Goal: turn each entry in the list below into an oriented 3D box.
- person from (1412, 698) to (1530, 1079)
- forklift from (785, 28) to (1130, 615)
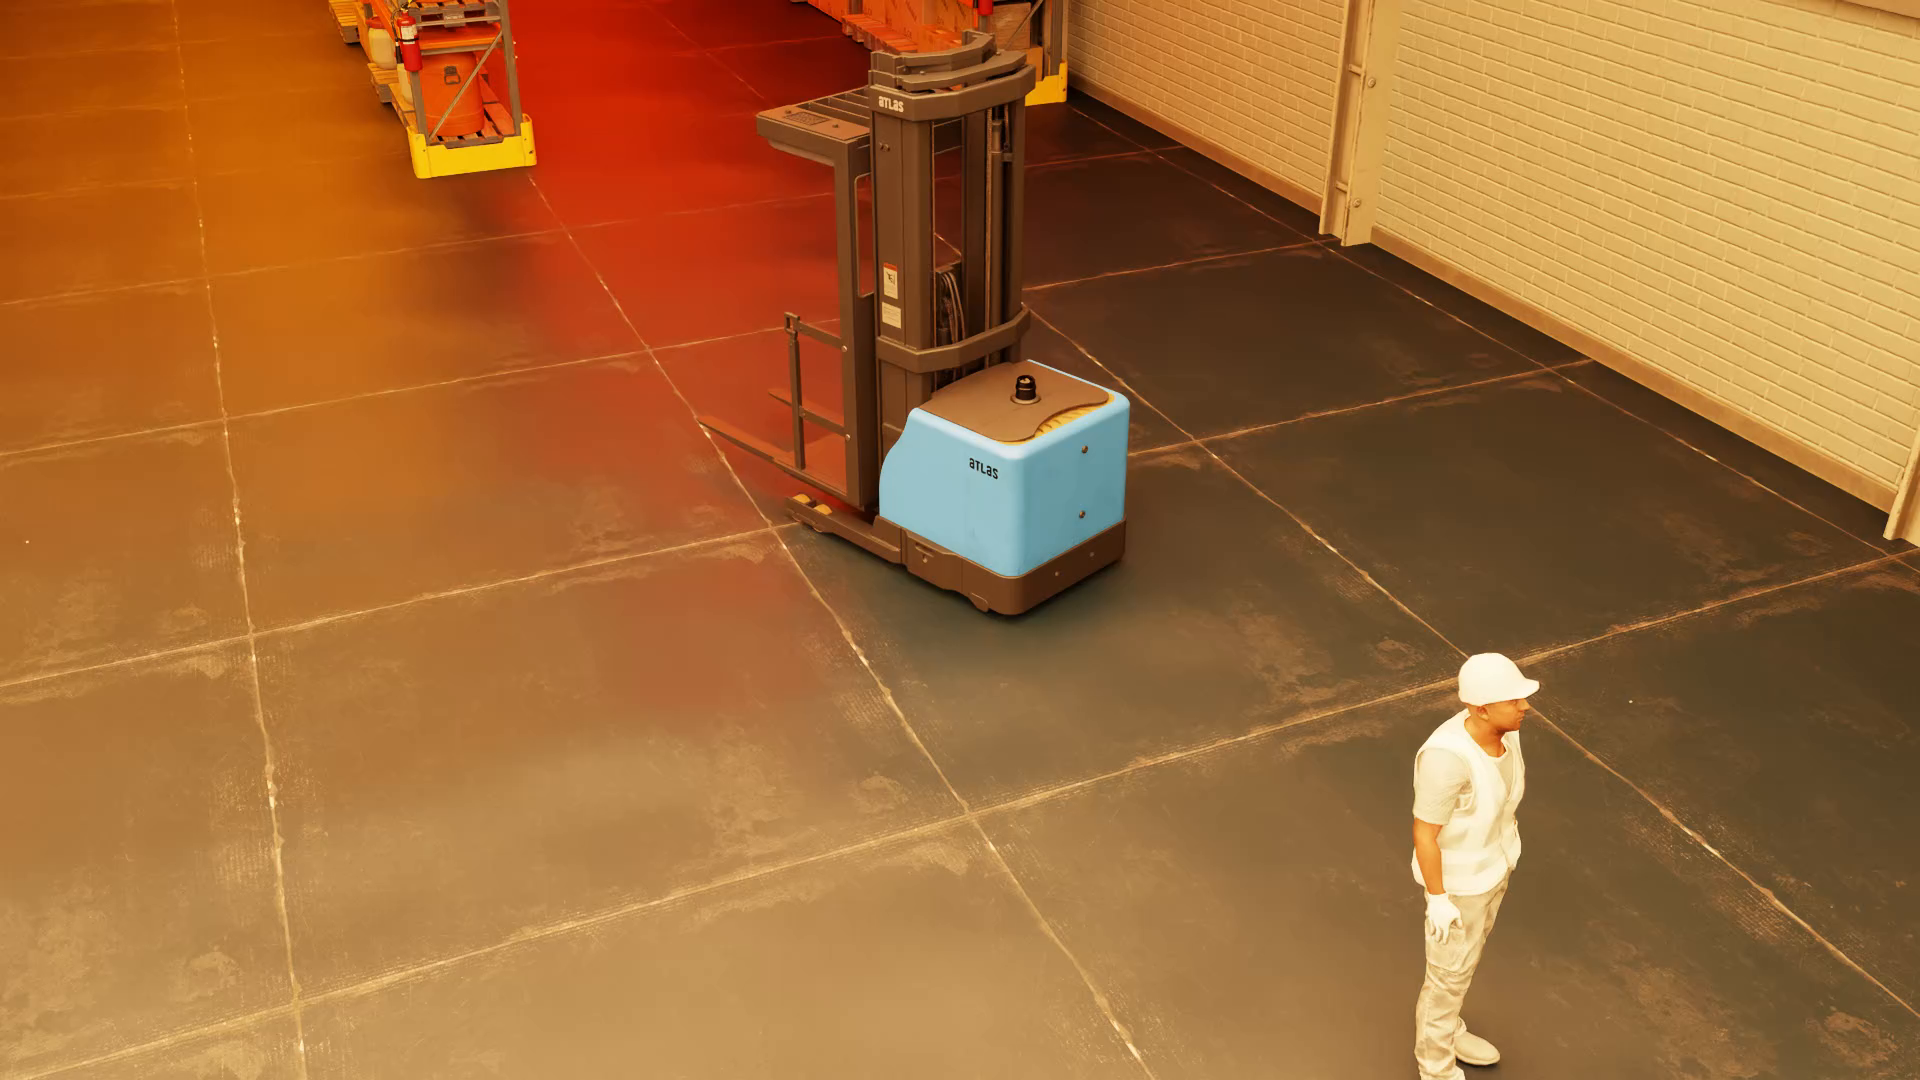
[{"bbox_3d":[1.926,1.255,6.105,0.575,1.748,0.656,23,37,34],"label":"person"},{"bbox_3d":[-0.436,-1.483,9.714,3.031,2.935,1.130,26,39,37],"label":"forklift"}]
